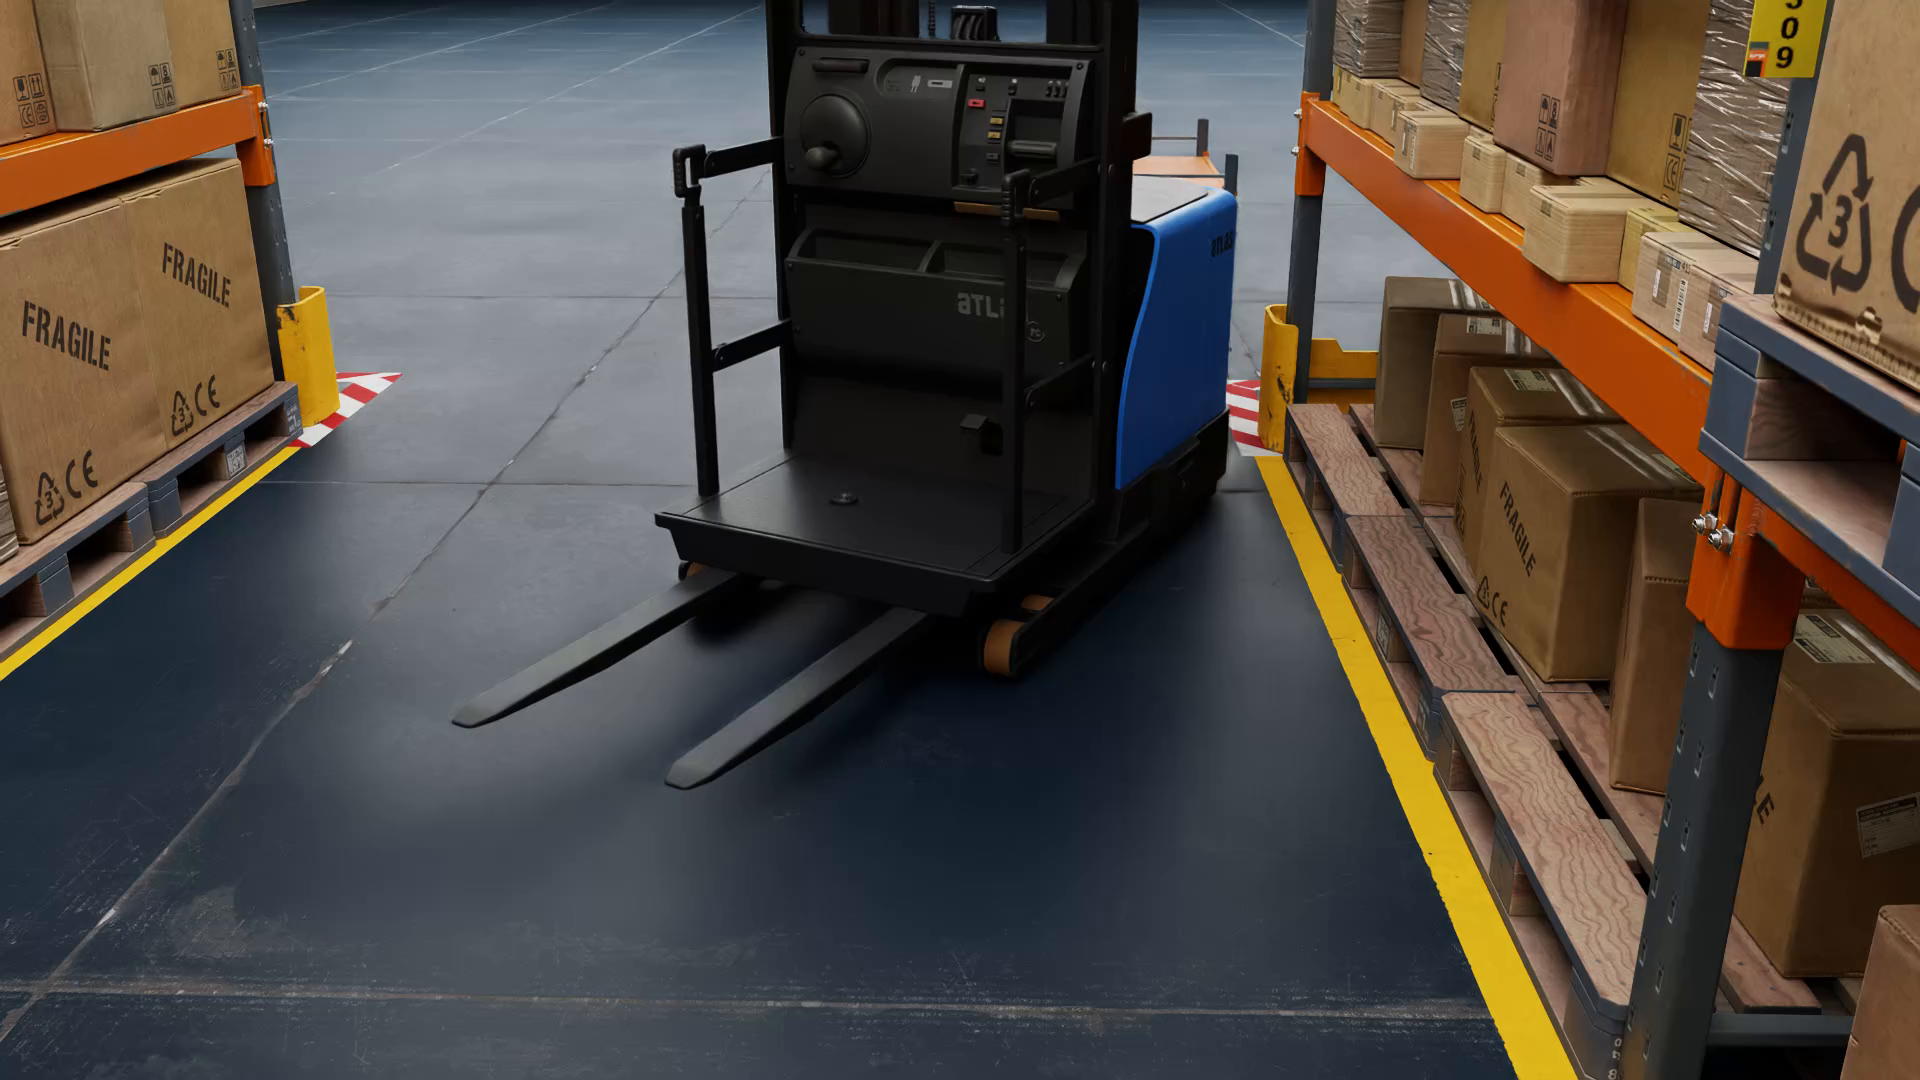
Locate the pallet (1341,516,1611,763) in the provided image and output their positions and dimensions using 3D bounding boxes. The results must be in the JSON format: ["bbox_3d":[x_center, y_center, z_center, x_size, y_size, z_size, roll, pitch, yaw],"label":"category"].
[{"bbox_3d":[1.671,0.244,4.608,1.003,0.211,1.213,1,21,2],"label":"pallet"}]

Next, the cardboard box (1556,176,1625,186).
[{"bbox_3d":[1.485,-0.695,3.521,0.380,0.149,0.250,1,21,2],"label":"cardboard box"}]

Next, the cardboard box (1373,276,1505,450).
[{"bbox_3d":[1.738,-0.622,5.860,0.500,0.500,0.500,5,22,12],"label":"cardboard box"}]

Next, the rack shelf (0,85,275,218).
[{"bbox_3d":[-3.242,-0.849,4.566,1.077,0.370,4.000,1,21,2],"label":"rack shelf"}]

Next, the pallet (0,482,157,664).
[{"bbox_3d":[-3.167,0.122,4.923,1.003,0.211,1.213,1,21,2],"label":"pallet"}]

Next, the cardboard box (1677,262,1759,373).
[{"bbox_3d":[1.365,-0.334,2.592,0.380,0.149,0.250,1,21,2],"label":"cardboard box"}]

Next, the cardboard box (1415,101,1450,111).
[{"bbox_3d":[1.495,-1.147,4.686,0.380,0.149,0.250,1,21,2],"label":"cardboard box"}]

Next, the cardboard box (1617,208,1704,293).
[{"bbox_3d":[1.449,-0.514,3.055,0.380,0.149,0.250,1,21,2],"label":"cardboard box"}]

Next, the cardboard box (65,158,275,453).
[{"bbox_3d":[-3.136,-0.867,5.974,0.875,0.875,0.875,1,21,2],"label":"cardboard box"}]

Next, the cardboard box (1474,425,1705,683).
[{"bbox_3d":[1.654,0.022,4.200,0.500,0.500,0.500,-1,21,-3],"label":"cardboard box"}]

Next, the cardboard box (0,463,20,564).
[{"bbox_3d":[-3.190,-0.220,4.305,0.875,0.875,0.875,1,21,2],"label":"cardboard box"}]

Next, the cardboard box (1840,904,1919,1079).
[{"bbox_3d":[1.612,0.811,2.138,0.700,0.500,0.500,-1,21,-3],"label":"cardboard box"}]

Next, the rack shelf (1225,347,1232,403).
[{"bbox_3d":[0.774,-0.826,6.775,0.538,0.278,1.000,1,21,2],"label":"rack shelf"}]

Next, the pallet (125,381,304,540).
[{"bbox_3d":[-3.127,-0.318,6.057,1.003,0.211,1.213,1,21,2],"label":"pallet"}]

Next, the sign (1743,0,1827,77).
[{"bbox_3d":[1.109,-0.777,2.189,0.100,0.325,0.005,1,21,2],"label":"sign"}]

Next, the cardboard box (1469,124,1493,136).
[{"bbox_3d":[1.509,-0.966,4.220,0.380,0.149,0.250,1,21,2],"label":"cardboard box"}]

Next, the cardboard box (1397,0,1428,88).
[{"bbox_3d":[1.834,-1.622,5.012,0.875,0.500,0.500,1,21,2],"label":"cardboard box"}]

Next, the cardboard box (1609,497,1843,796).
[{"bbox_3d":[1.714,0.248,3.619,0.500,0.500,0.500,8,22,19],"label":"cardboard box"}]

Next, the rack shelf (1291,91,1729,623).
[{"bbox_3d":[1.713,-0.758,4.331,1.077,0.370,4.000,1,21,2],"label":"rack shelf"}]

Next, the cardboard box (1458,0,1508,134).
[{"bbox_3d":[1.749,-1.261,4.082,0.875,0.500,0.500,1,21,2],"label":"cardboard box"}]

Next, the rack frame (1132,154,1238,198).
[{"bbox_3d":[0.755,-0.870,6.213,0.500,1.125,0.032,1,21,2],"label":"rack frame"}]

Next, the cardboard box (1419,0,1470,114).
[{"bbox_3d":[1.776,-1.441,4.547,0.875,0.500,0.500,1,21,2],"label":"cardboard box"}]

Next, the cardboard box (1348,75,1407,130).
[{"bbox_3d":[1.477,-1.419,5.386,0.380,0.149,0.250,1,21,2],"label":"cardboard box"}]

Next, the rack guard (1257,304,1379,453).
[{"bbox_3d":[1.771,-0.624,6.446,1.175,0.500,0.348,1,21,2],"label":"rack guard"}]

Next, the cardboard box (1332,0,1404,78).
[{"bbox_3d":[1.729,-1.804,5.481,0.875,0.500,0.500,1,21,2],"label":"cardboard box"}]

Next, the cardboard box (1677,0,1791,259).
[{"bbox_3d":[1.727,-0.718,2.683,0.875,0.500,0.500,1,21,2],"label":"cardboard box"}]

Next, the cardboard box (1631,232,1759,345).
[{"bbox_3d":[1.382,-0.425,2.824,0.380,0.149,0.250,1,21,2],"label":"cardboard box"}]

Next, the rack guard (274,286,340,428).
[{"bbox_3d":[-3.180,-0.751,6.774,1.175,0.500,0.348,1,21,2],"label":"rack guard"}]

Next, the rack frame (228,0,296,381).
[{"bbox_3d":[-3.181,-1.908,6.300,1.000,3.000,0.127,1,21,2],"label":"rack frame"}]

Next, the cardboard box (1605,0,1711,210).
[{"bbox_3d":[1.778,-0.898,3.148,0.875,0.500,0.500,1,21,2],"label":"cardboard box"}]

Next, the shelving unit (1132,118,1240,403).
[{"bbox_3d":[0.773,-1.053,6.686,0.538,1.125,1.048,1,21,2],"label":"shelving unit"}]

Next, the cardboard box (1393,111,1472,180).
[{"bbox_3d":[1.384,-1.058,4.456,0.380,0.149,0.250,1,21,2],"label":"cardboard box"}]

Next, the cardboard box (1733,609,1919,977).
[{"bbox_3d":[1.704,0.455,3.085,0.500,0.500,0.500,0,21,0],"label":"cardboard box"}]

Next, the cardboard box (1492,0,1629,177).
[{"bbox_3d":[1.692,-1.080,3.617,0.875,0.500,0.500,1,21,2],"label":"cardboard box"}]

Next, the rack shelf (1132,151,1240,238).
[{"bbox_3d":[0.772,-1.326,6.580,0.538,0.278,1.000,1,21,2],"label":"rack shelf"}]

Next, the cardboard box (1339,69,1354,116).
[{"bbox_3d":[1.500,-1.509,5.619,0.380,0.149,0.250,1,21,2],"label":"cardboard box"}]

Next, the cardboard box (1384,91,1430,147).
[{"bbox_3d":[1.476,-1.238,4.920,0.380,0.149,0.250,1,21,2],"label":"cardboard box"}]

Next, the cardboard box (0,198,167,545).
[{"bbox_3d":[-3.160,-0.549,5.154,0.875,0.875,0.875,0,21,1],"label":"cardboard box"}]

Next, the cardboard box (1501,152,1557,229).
[{"bbox_3d":[1.452,-0.786,3.755,0.380,0.149,0.250,1,21,2],"label":"cardboard box"}]

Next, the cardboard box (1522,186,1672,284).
[{"bbox_3d":[1.346,-0.606,3.292,0.380,0.149,0.250,1,21,2],"label":"cardboard box"}]

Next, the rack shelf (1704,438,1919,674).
[{"bbox_3d":[1.591,0.688,0.604,1.077,0.370,4.000,1,21,2],"label":"rack shelf"}]

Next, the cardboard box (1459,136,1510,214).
[{"bbox_3d":[1.425,-0.877,3.989,0.380,0.149,0.250,1,21,2],"label":"cardboard box"}]

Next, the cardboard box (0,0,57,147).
[{"bbox_3d":[-3.284,-1.443,4.894,0.875,0.550,0.550,1,21,2],"label":"cardboard box"}]

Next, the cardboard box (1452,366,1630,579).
[{"bbox_3d":[1.716,-0.179,4.719,0.500,0.500,0.500,3,21,7],"label":"cardboard box"}]

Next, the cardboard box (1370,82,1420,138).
[{"bbox_3d":[1.490,-1.328,5.153,0.380,0.149,0.250,1,21,2],"label":"cardboard box"}]

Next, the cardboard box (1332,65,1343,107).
[{"bbox_3d":[1.527,-1.599,5.851,0.380,0.149,0.250,1,21,2],"label":"cardboard box"}]

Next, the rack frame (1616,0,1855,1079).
[{"bbox_3d":[1.649,-0.371,2.337,0.949,2.616,0.053,1,21,2],"label":"rack frame"}]

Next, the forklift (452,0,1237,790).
[{"bbox_3d":[-0.177,-1.169,4.491,1.130,2.935,3.031,11,24,26],"label":"forklift"}]

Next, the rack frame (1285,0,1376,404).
[{"bbox_3d":[1.774,-1.817,6.065,1.000,3.000,0.127,1,21,2],"label":"rack frame"}]

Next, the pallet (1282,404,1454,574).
[{"bbox_3d":[1.711,-0.196,5.742,1.003,0.211,1.213,1,21,2],"label":"pallet"}]

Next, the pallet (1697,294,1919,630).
[{"bbox_3d":[1.483,-0.006,1.664,1.003,0.211,1.213,1,21,2],"label":"pallet"}]

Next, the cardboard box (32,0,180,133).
[{"bbox_3d":[-3.142,-1.644,5.412,0.875,0.550,0.550,1,21,2],"label":"cardboard box"}]

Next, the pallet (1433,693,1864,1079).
[{"bbox_3d":[1.637,0.686,3.469,1.003,0.211,1.213,1,21,2],"label":"pallet"}]

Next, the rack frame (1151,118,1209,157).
[{"bbox_3d":[0.790,-1.237,7.160,0.500,1.125,0.032,1,21,2],"label":"rack frame"}]

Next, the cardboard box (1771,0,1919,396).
[{"bbox_3d":[1.488,-0.560,1.417,1.000,1.000,1.000,1,21,2],"label":"cardboard box"}]

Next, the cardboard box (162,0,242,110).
[{"bbox_3d":[-3.147,-1.843,5.925,0.875,0.550,0.550,1,21,2],"label":"cardboard box"}]

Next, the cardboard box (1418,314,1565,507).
[{"bbox_3d":[1.754,-0.405,5.302,0.500,0.500,0.500,6,22,16],"label":"cardboard box"}]
